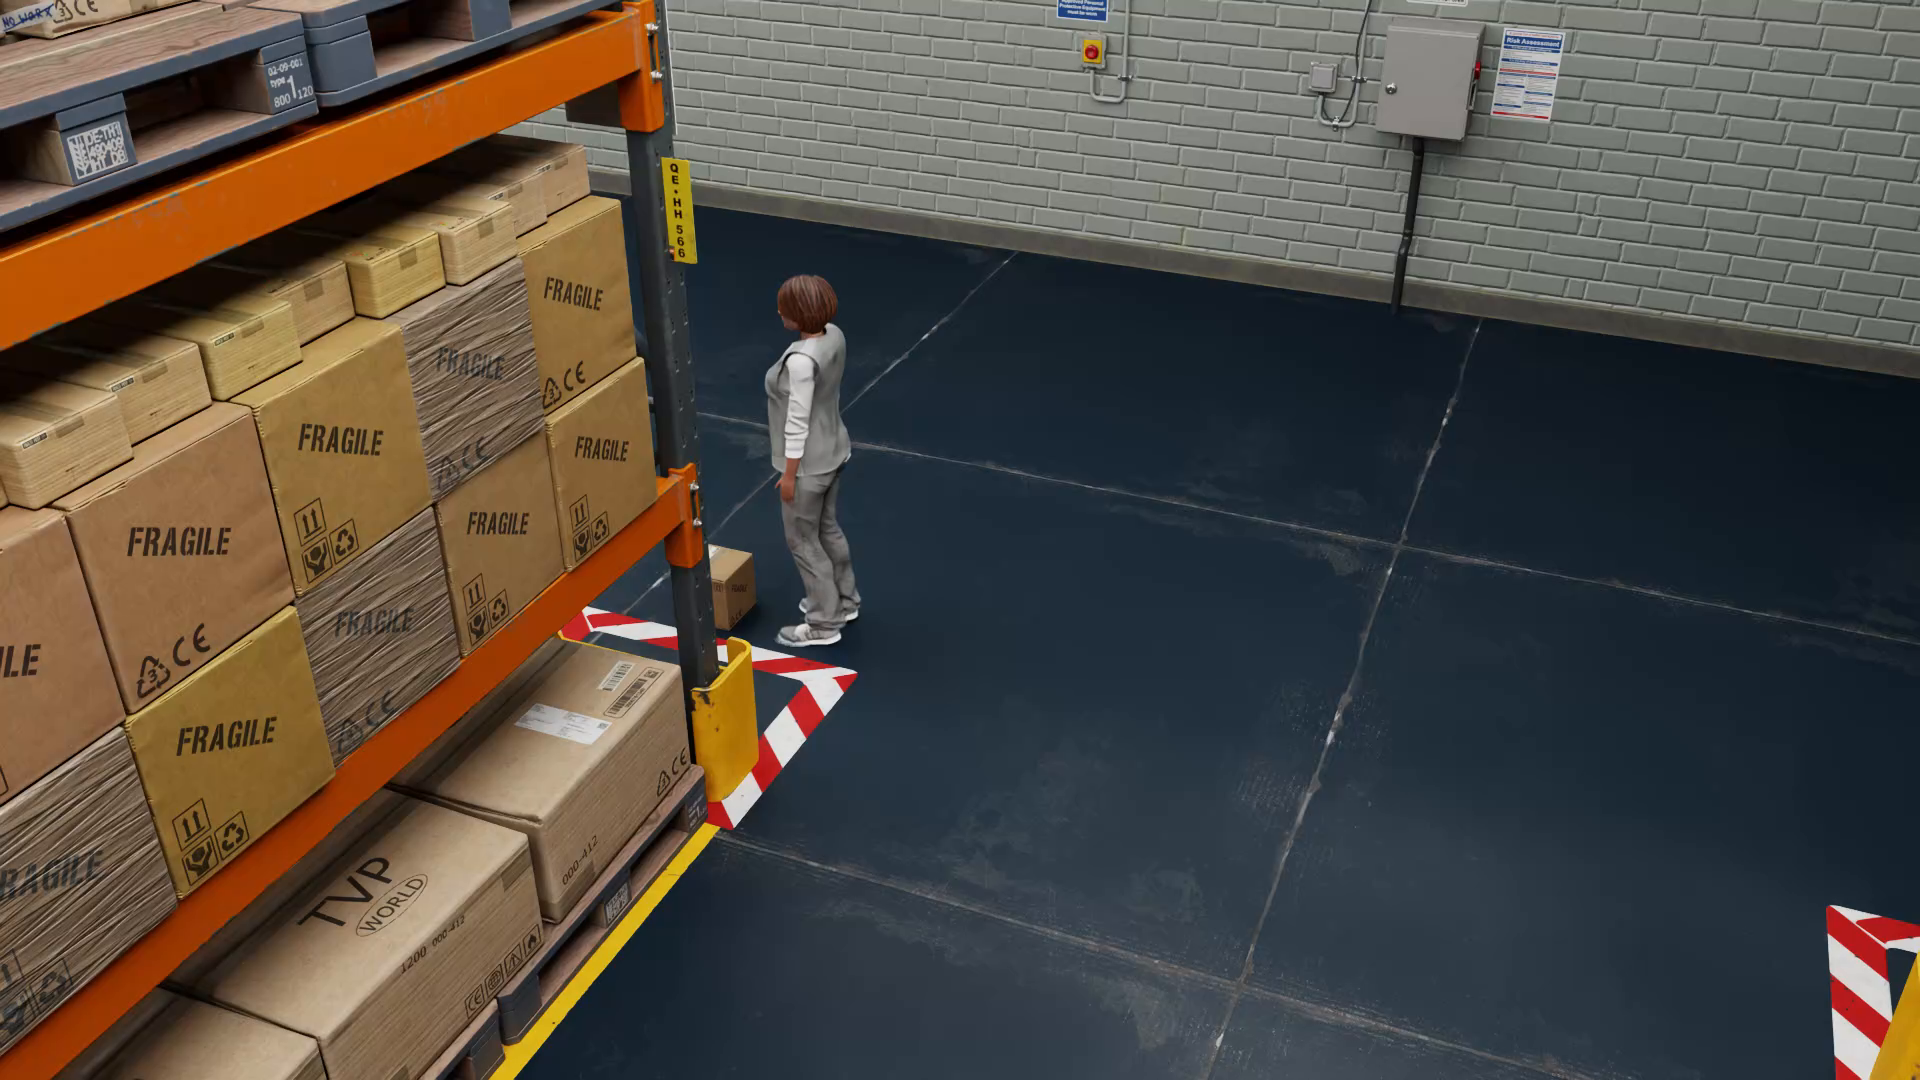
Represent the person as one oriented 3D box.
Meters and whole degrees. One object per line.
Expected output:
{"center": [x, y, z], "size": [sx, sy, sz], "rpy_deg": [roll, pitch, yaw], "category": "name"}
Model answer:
{"center": [-0.596, -0.307, 6.677], "size": [0.309, 1.604, 0.406], "rpy_deg": [9, 31, 15], "category": "person"}
